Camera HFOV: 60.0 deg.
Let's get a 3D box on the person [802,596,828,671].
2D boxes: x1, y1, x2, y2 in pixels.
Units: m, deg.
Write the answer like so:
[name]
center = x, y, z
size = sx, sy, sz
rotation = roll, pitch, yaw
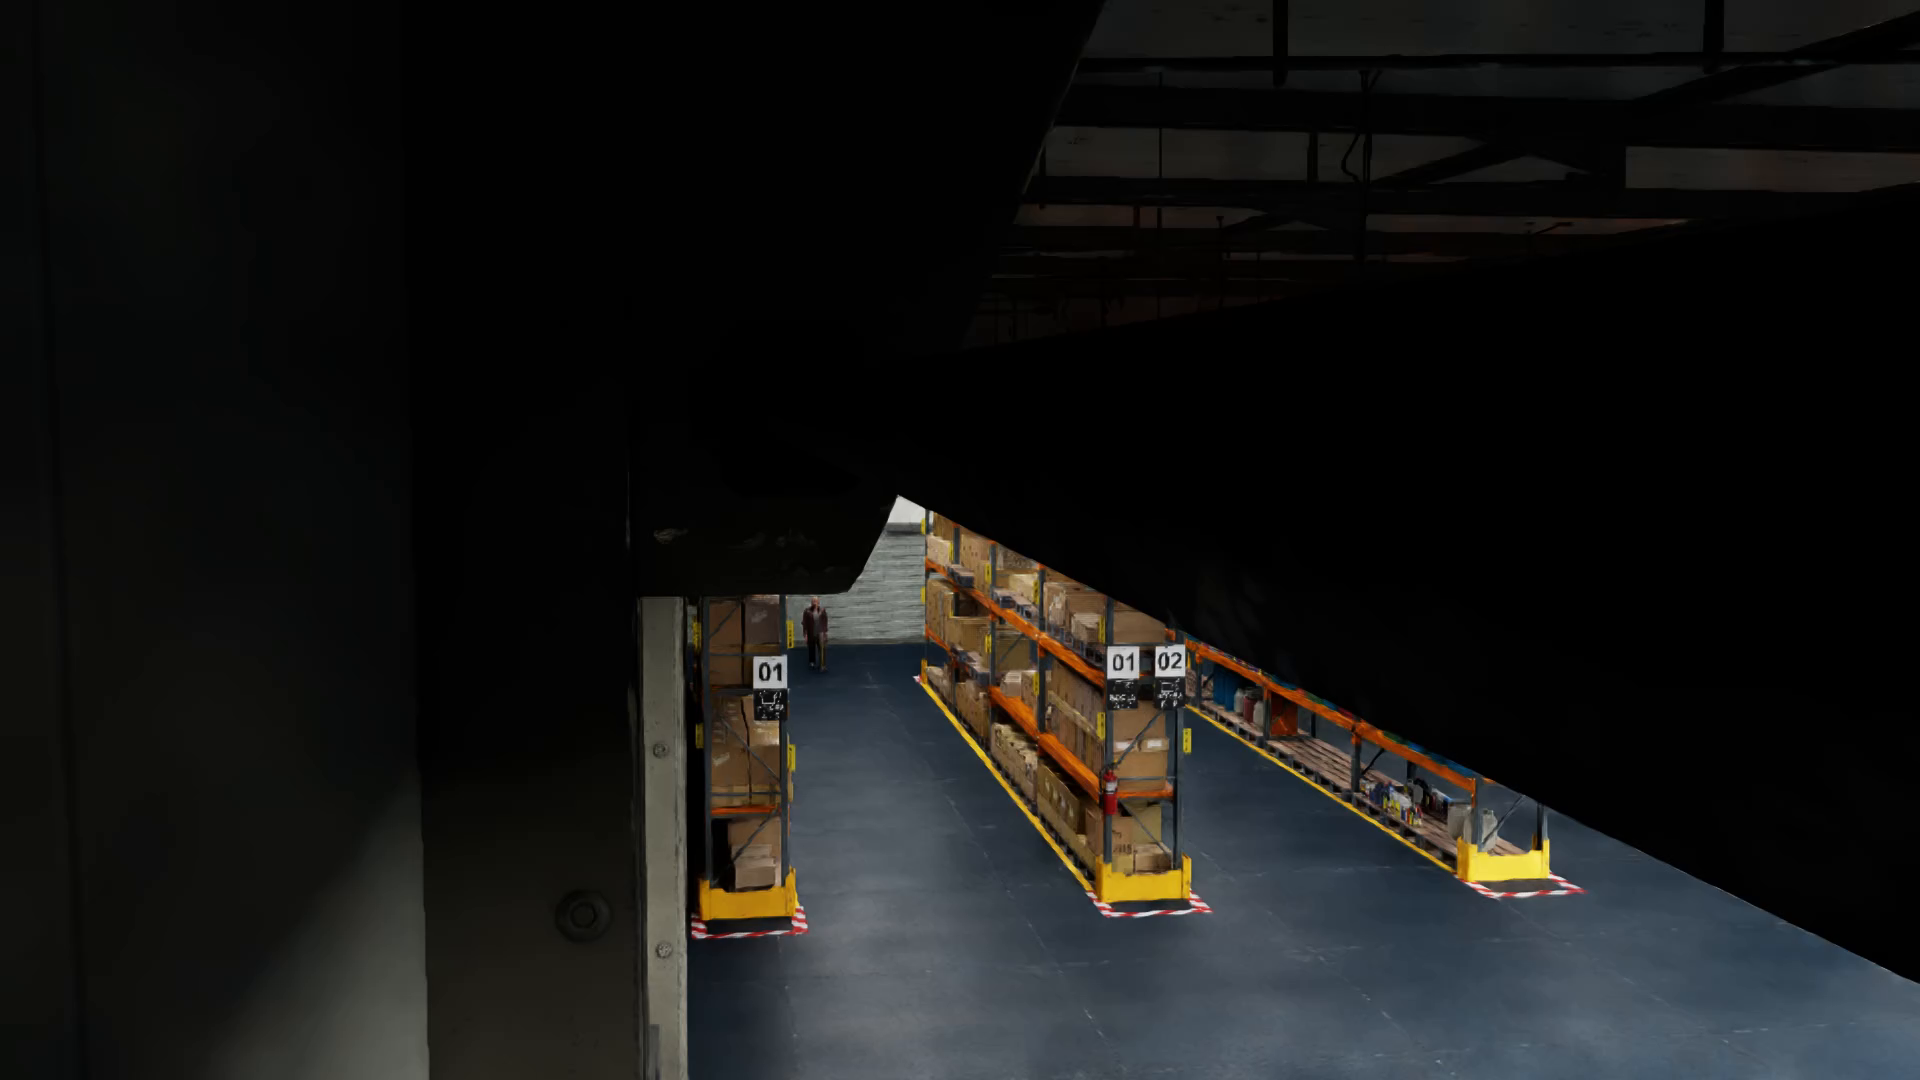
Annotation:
[person]
center = -3.310, 2.118, 38.064
size = 0.598, 1.698, 1.193
rotation = -1, 5, -7
